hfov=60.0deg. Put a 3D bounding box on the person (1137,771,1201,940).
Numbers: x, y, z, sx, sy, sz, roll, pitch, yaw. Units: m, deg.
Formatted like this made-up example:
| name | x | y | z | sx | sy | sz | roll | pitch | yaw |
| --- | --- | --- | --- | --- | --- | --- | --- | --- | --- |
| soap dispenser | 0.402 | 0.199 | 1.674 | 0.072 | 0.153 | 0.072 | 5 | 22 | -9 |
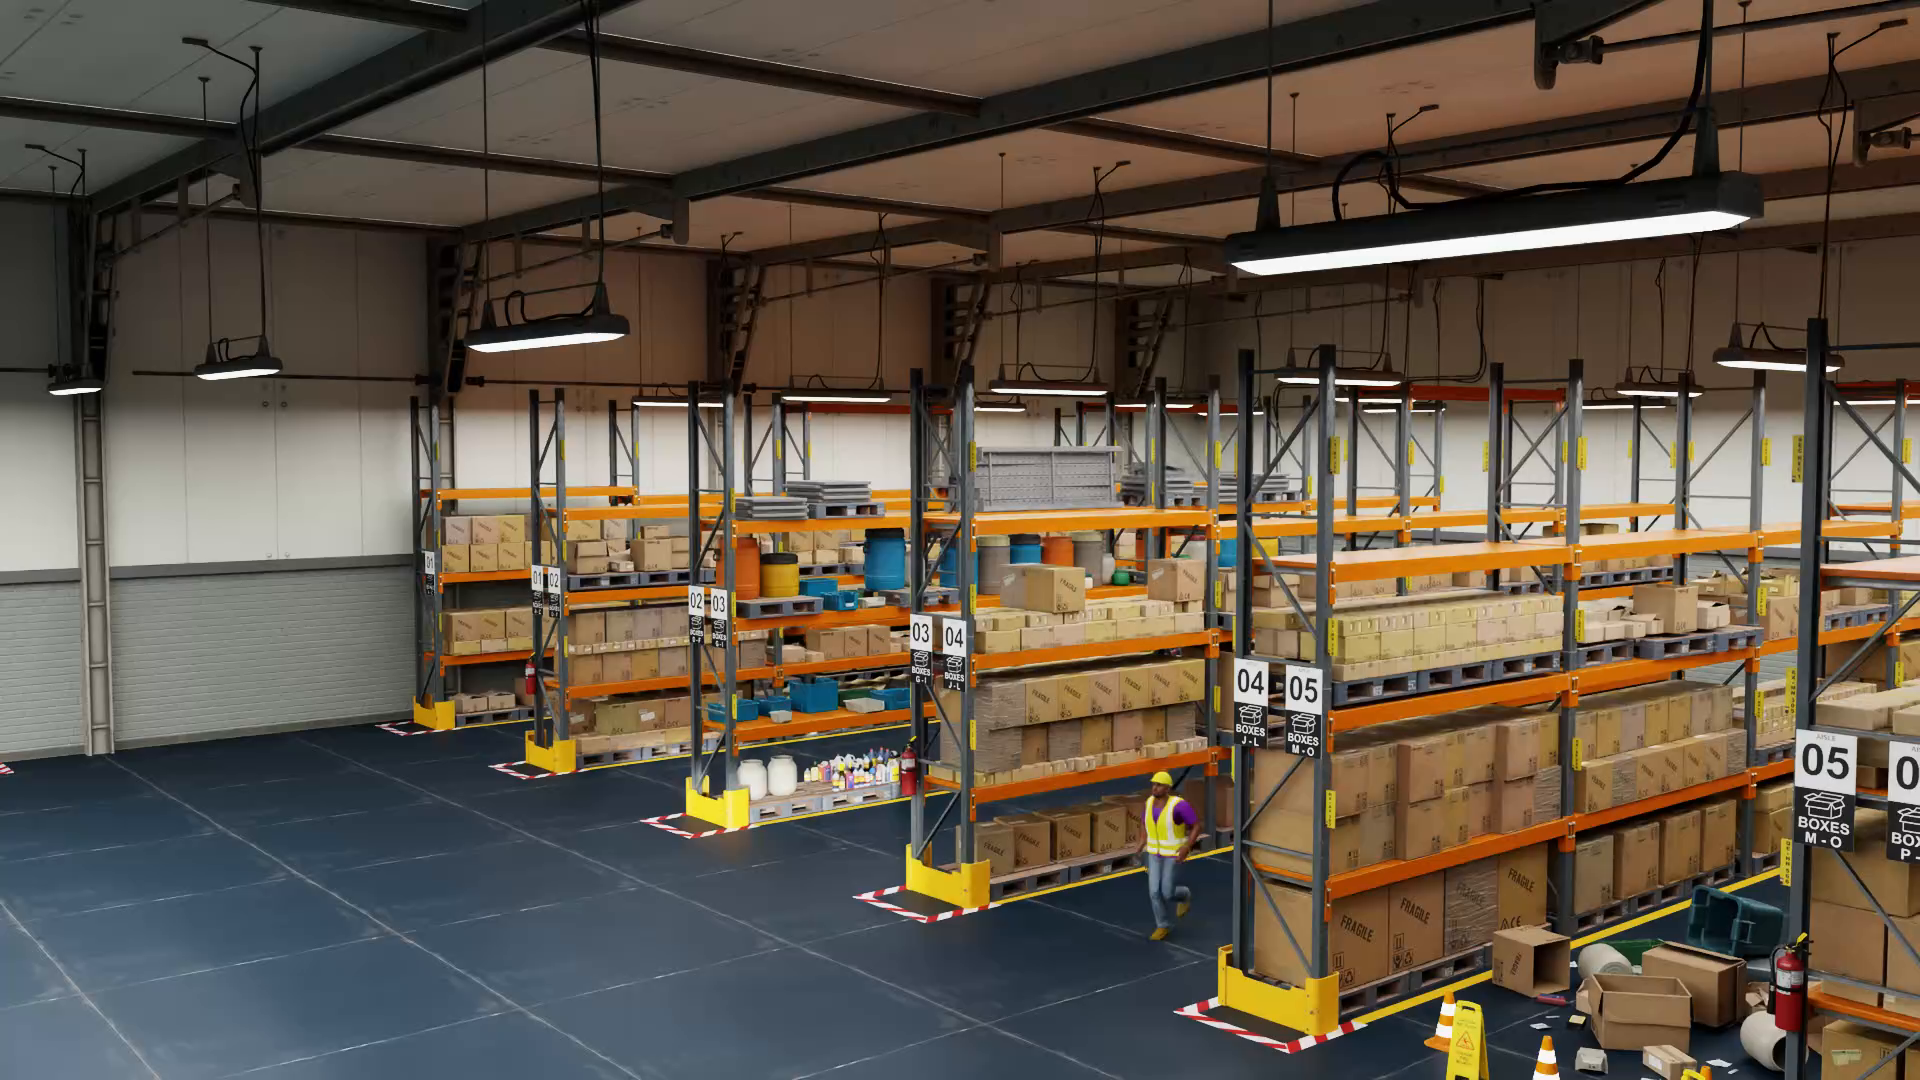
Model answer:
| name | x | y | z | sx | sy | sz | roll | pitch | yaw |
| --- | --- | --- | --- | --- | --- | --- | --- | --- | --- |
| person | 2.209 | 3.280 | 17.434 | 0.704 | 1.749 | 0.650 | 3 | 4 | 39 |
